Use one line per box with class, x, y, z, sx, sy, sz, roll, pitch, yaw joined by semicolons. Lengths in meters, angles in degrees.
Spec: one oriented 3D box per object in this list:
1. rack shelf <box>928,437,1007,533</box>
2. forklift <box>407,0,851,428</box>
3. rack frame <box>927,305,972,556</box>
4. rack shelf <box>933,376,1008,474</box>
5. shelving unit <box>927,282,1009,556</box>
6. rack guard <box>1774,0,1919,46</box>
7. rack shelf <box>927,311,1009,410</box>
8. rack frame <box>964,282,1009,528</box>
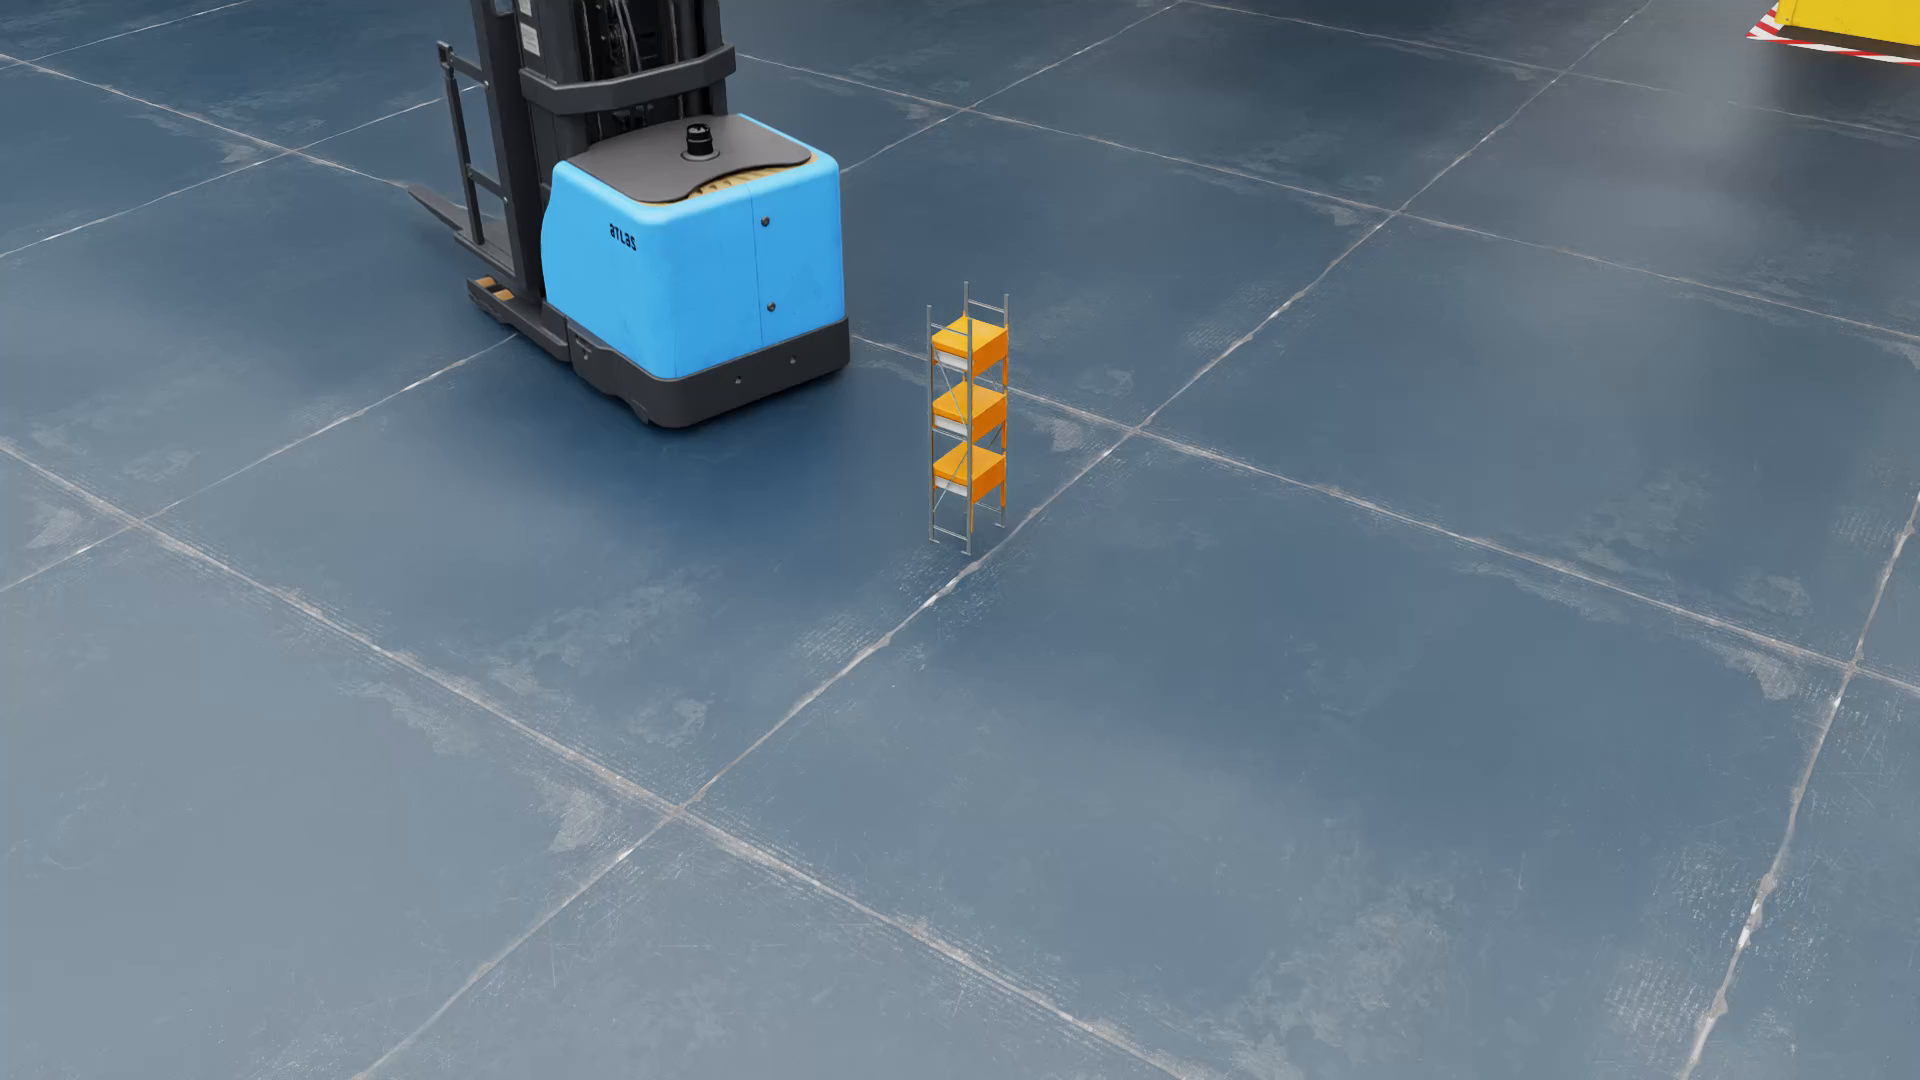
rack shelf;0.031;-0.221;6.654;0.215;0.259;0.240;21;39;28
forklift;-1.851;-2.463;7.775;1.130;2.935;3.031;-25;41;-32
rack frame;-0.039;-0.403;6.409;0.200;1.050;0.008;21;39;28
rack shelf;0.031;-0.451;6.498;0.215;0.259;0.240;21;39;28
shelving unit;0.031;-0.460;6.492;0.215;1.050;0.252;21;39;28
rack guard;6.684;-3.988;12.201;1.175;0.500;0.348;21;39;28
rack shelf;0.031;-0.686;6.339;0.215;0.259;0.240;21;39;28
rack frame;0.100;-0.516;6.575;0.200;1.050;0.008;21;39;28
